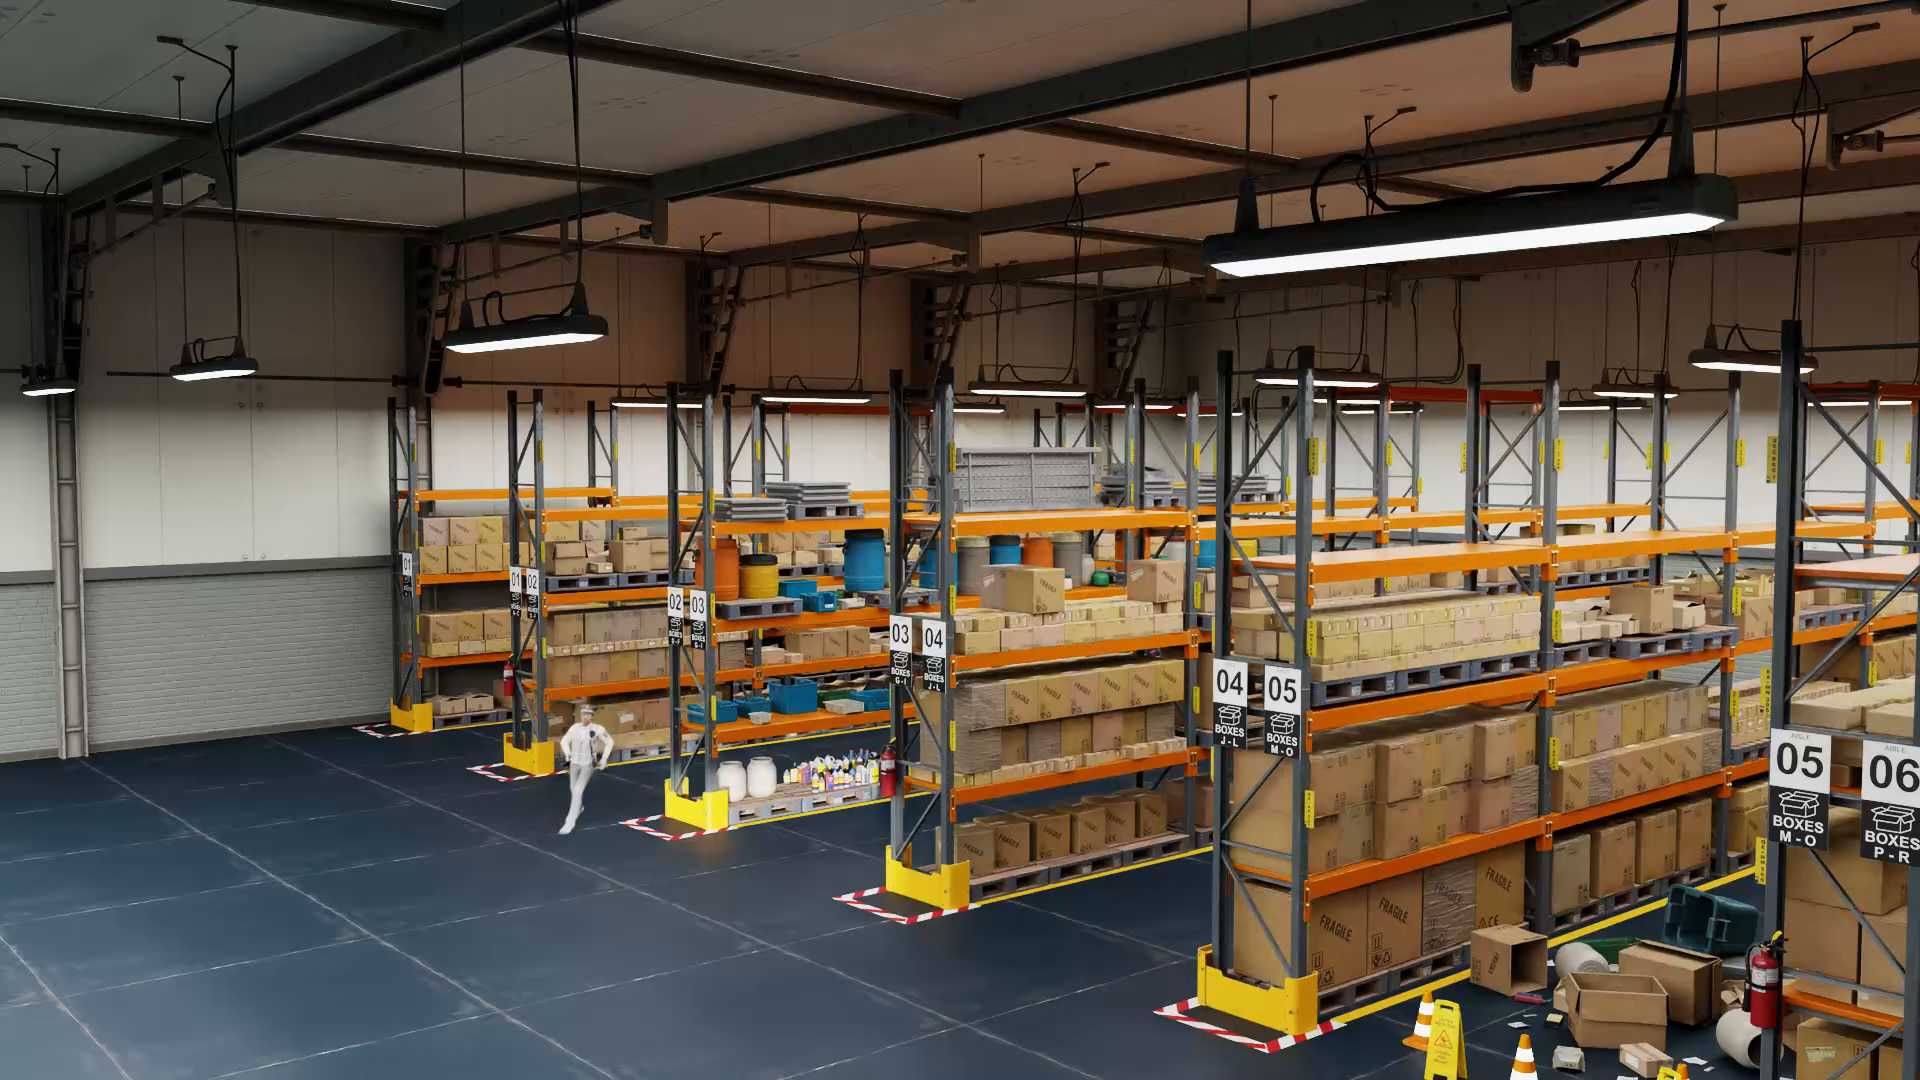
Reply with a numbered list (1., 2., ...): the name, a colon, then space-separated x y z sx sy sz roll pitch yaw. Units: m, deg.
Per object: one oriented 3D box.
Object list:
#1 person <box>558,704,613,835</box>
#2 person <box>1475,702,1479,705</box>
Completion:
1. person: -5.042 3.025 22.240 0.681 1.692 0.875 1 3 12
2. person: 7.320 3.023 23.457 0.605 1.587 0.547 -2 4 -30
